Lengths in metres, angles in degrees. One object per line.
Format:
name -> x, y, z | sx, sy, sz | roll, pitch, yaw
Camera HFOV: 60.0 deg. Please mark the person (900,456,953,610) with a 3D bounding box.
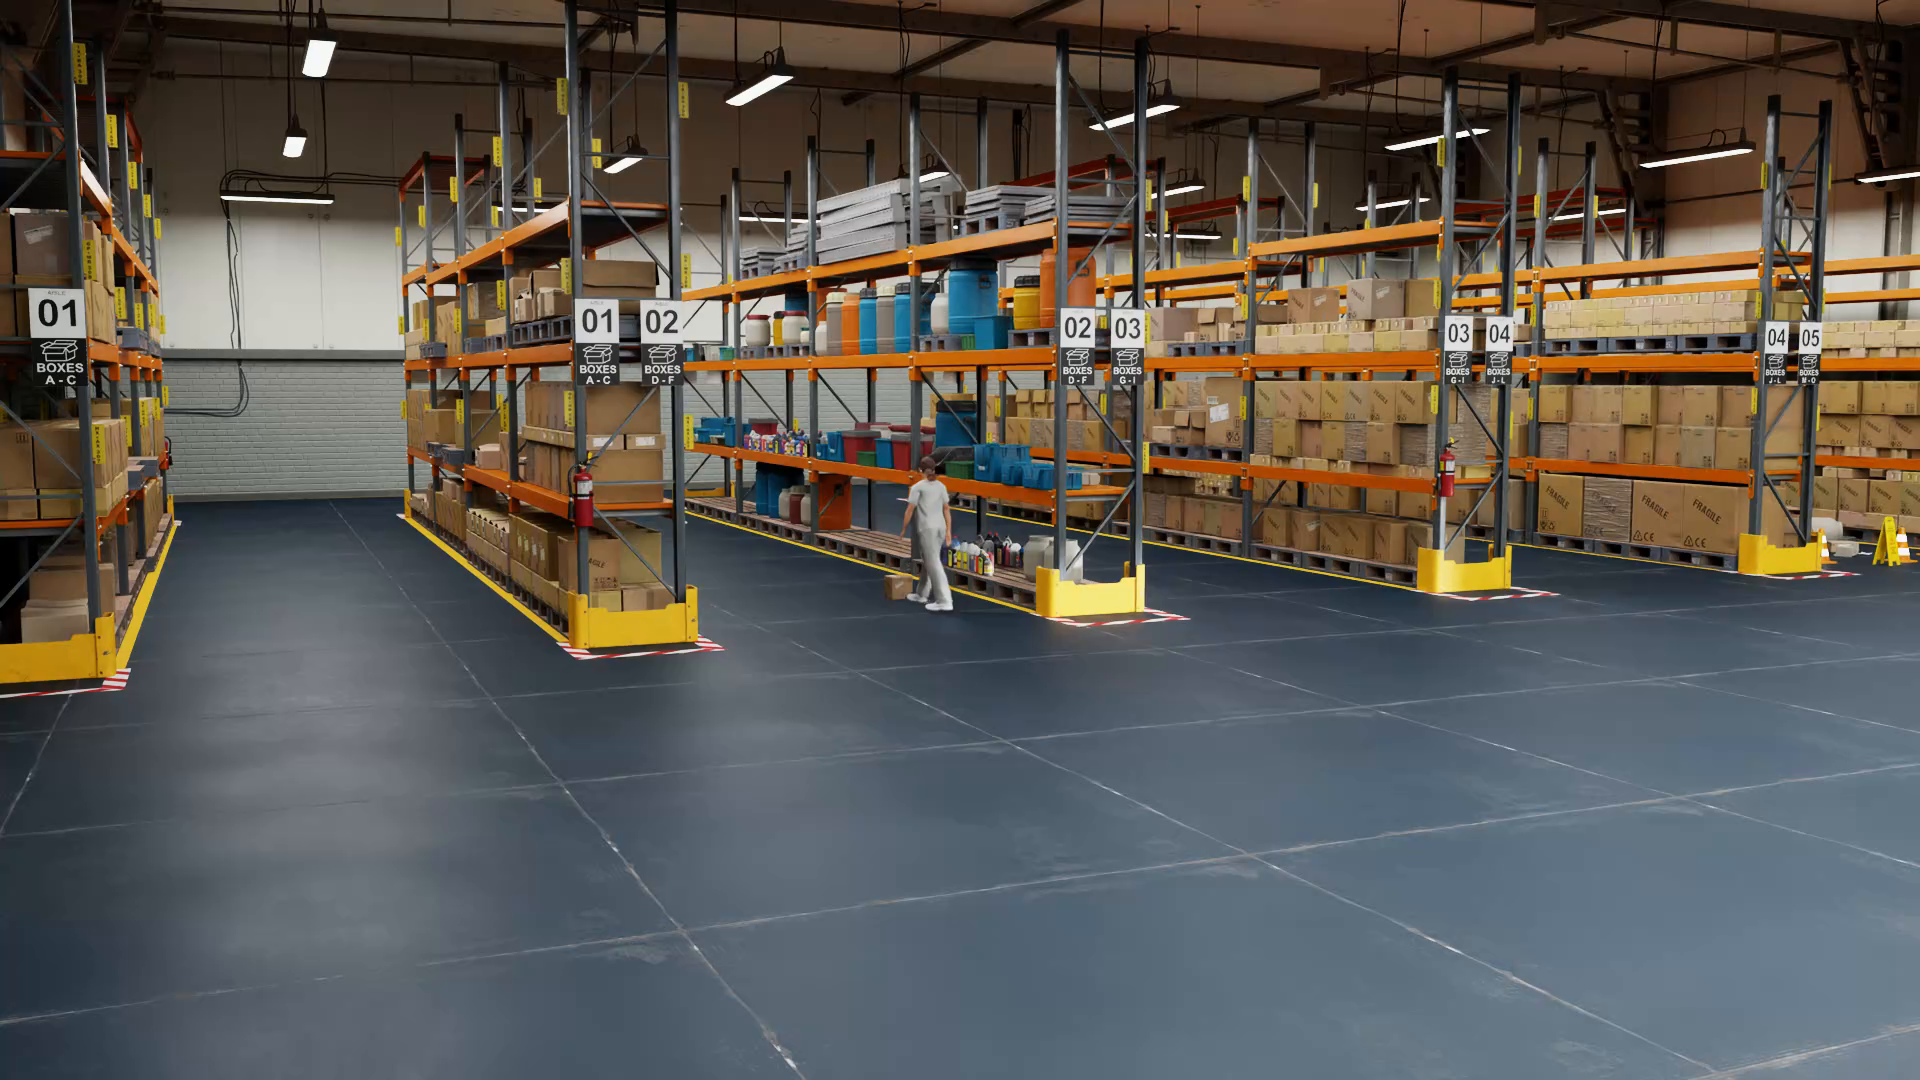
person -> -0.368, -0.090, 17.868 | 0.455, 1.622, 0.925 | -5, 8, -44
